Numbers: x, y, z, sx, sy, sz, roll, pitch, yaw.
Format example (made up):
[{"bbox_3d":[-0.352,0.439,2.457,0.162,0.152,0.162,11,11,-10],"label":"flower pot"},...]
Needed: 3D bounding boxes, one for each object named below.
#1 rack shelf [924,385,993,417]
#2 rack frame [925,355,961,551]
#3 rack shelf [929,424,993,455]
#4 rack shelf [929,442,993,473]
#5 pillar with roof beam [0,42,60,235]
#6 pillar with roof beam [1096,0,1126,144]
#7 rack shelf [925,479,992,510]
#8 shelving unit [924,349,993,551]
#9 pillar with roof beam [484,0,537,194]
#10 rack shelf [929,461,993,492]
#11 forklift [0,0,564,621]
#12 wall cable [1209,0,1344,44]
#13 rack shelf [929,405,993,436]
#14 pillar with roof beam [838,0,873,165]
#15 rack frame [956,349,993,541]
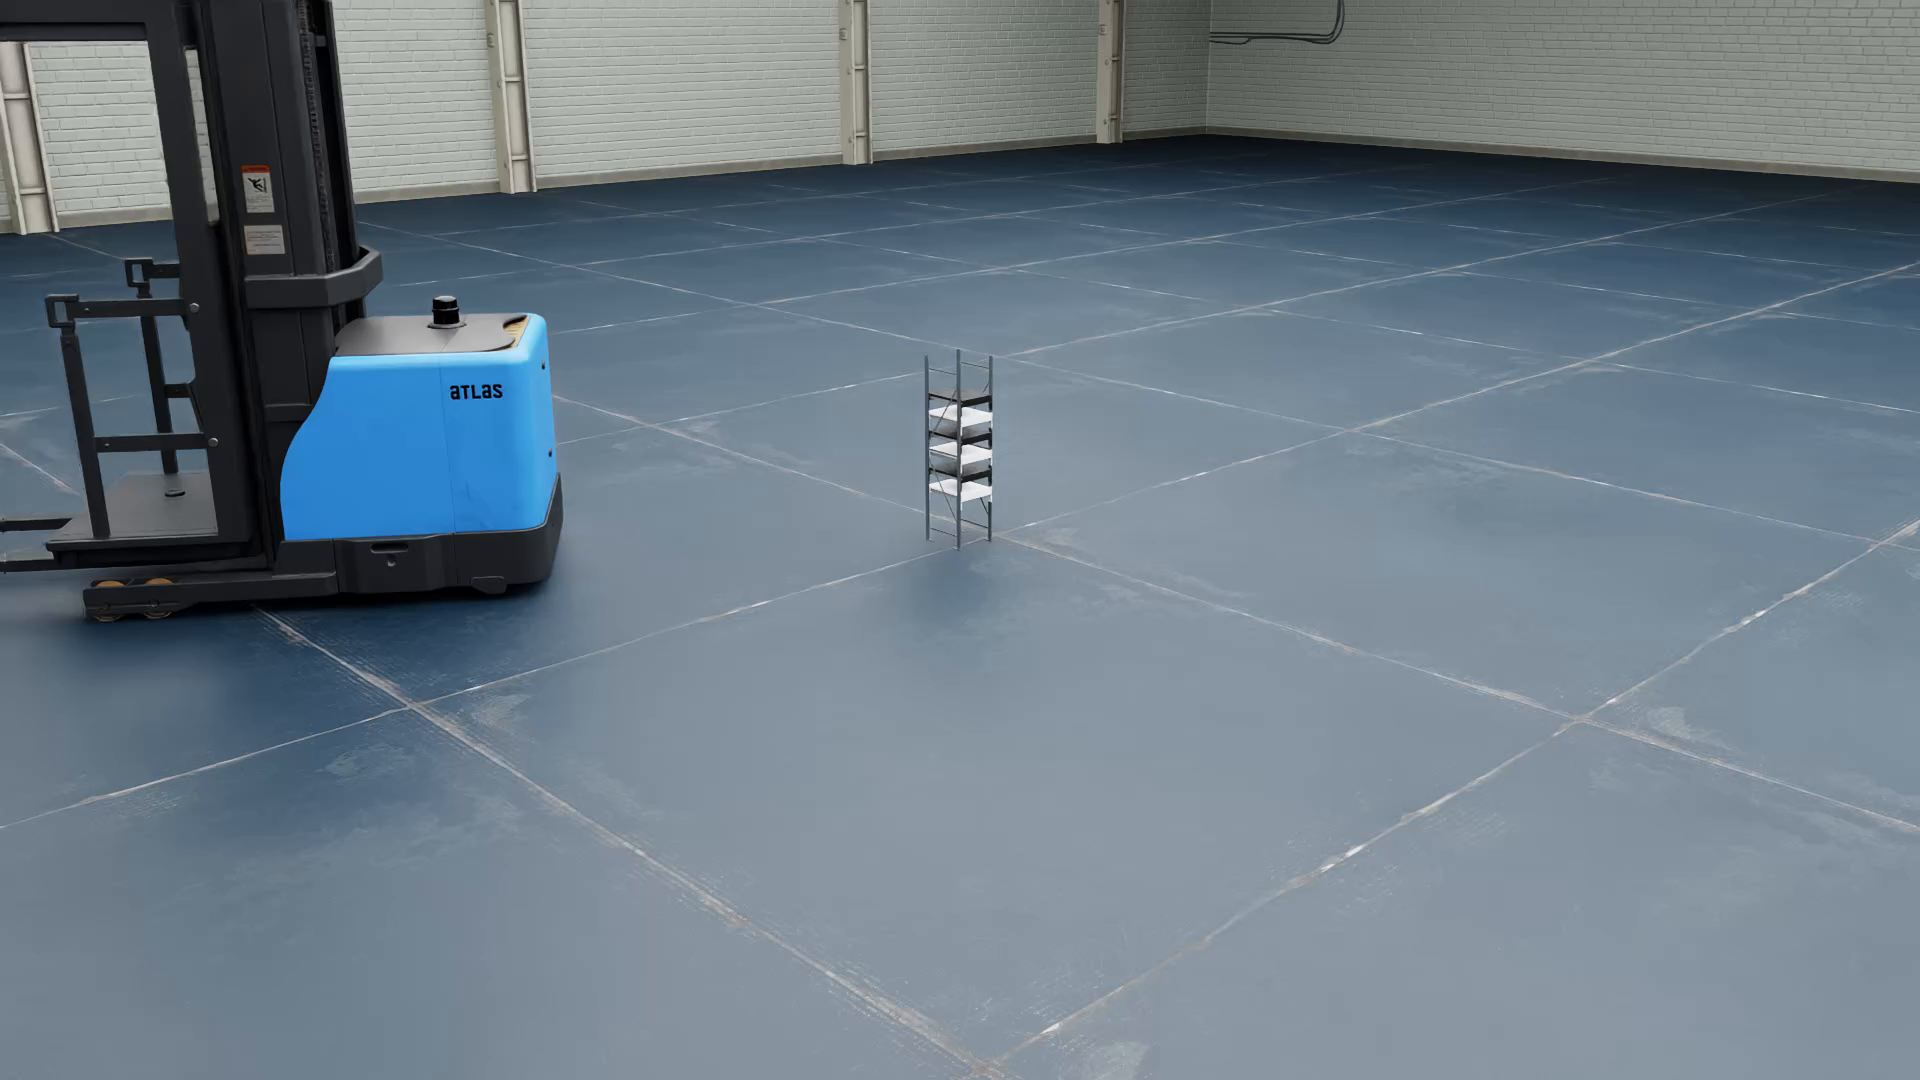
[{"bbox_3d":[-0.006,-0.651,7.768,0.200,0.077,0.258,-16,24,-41],"label":"rack shelf"},{"bbox_3d":[-0.080,-0.405,7.774,0.006,0.900,0.240,-16,24,-41],"label":"rack frame"},{"bbox_3d":[-0.006,-0.480,7.823,0.200,0.077,0.258,-16,24,-41],"label":"rack shelf"},{"bbox_3d":[-0.006,-0.395,7.851,0.200,0.077,0.258,-16,24,-41],"label":"rack shelf"},{"bbox_3d":[-7.396,-6.772,14.282,0.400,9.000,9.100,-16,24,-41],"label":"pillar with roof beam"},{"bbox_3d":[5.683,-10.586,26.046,0.400,9.000,9.100,-16,24,-41],"label":"pillar with roof beam"},{"bbox_3d":[-0.006,-0.223,7.906,0.200,0.077,0.258,-16,24,-41],"label":"rack shelf"},{"bbox_3d":[-0.006,-0.426,7.841,0.210,0.900,0.258,-16,24,-41],"label":"shelving unit"},{"bbox_3d":[-3.037,-8.044,18.203,0.400,9.000,9.100,-16,24,-41],"label":"pillar with roof beam"},{"bbox_3d":[-0.006,-0.309,7.879,0.200,0.077,0.258,-16,24,-41],"label":"rack shelf"},{"bbox_3d":[-3.355,-1.230,7.025,3.031,2.935,1.130,-3,18,-9],"label":"forklift"},{"bbox_3d":[5.774,-10.402,30.511,0.112,2.526,3.097,-16,24,-41],"label":"wall cable"},{"bbox_3d":[-0.006,-0.566,7.795,0.200,0.077,0.258,-16,24,-41],"label":"rack shelf"},{"bbox_3d":[1.323,-9.315,22.124,0.400,9.000,9.100,-16,24,-41],"label":"pillar with roof beam"},{"bbox_3d":[0.068,-0.448,7.907,0.006,0.900,0.240,-16,24,-41],"label":"rack frame"}]
